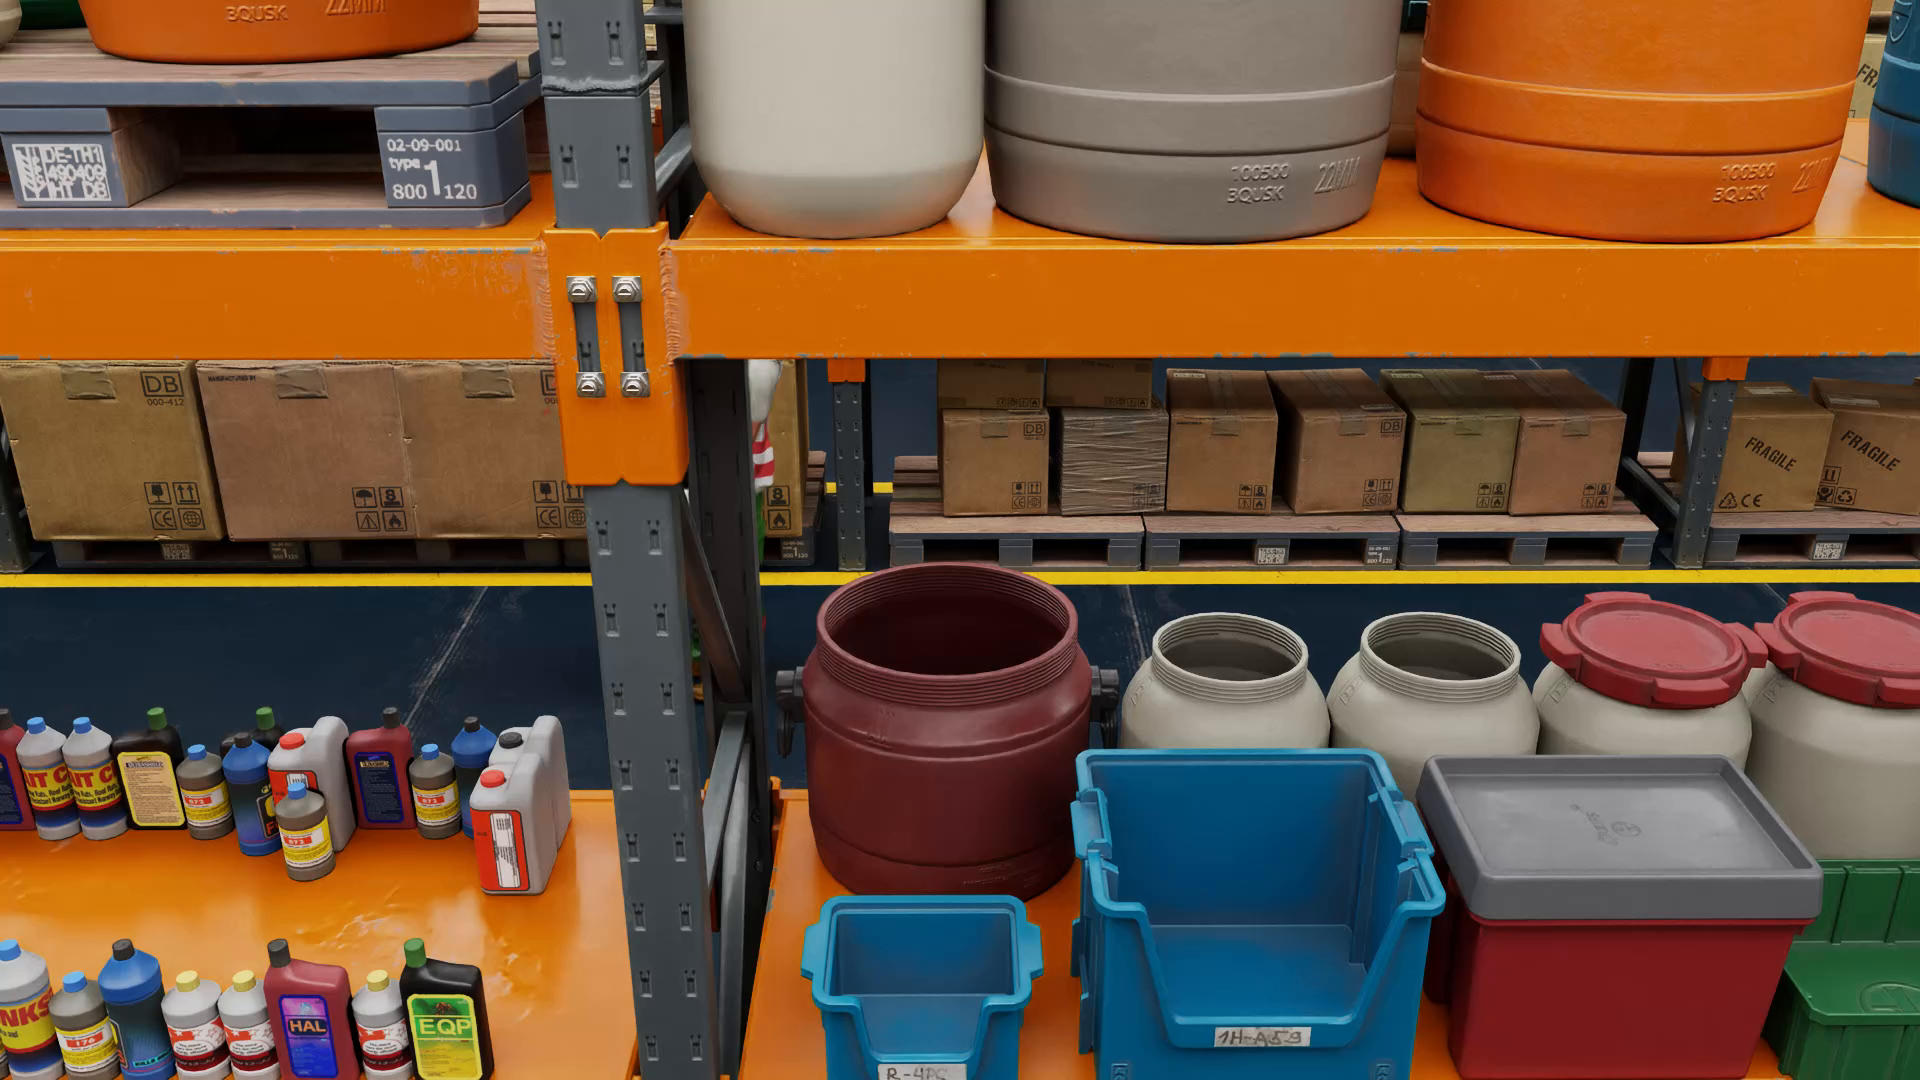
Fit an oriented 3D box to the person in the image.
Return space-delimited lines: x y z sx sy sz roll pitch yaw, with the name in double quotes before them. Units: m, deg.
"person" -0.981 -0.206 6.521 0.508 1.795 0.566 -17 29 -34
